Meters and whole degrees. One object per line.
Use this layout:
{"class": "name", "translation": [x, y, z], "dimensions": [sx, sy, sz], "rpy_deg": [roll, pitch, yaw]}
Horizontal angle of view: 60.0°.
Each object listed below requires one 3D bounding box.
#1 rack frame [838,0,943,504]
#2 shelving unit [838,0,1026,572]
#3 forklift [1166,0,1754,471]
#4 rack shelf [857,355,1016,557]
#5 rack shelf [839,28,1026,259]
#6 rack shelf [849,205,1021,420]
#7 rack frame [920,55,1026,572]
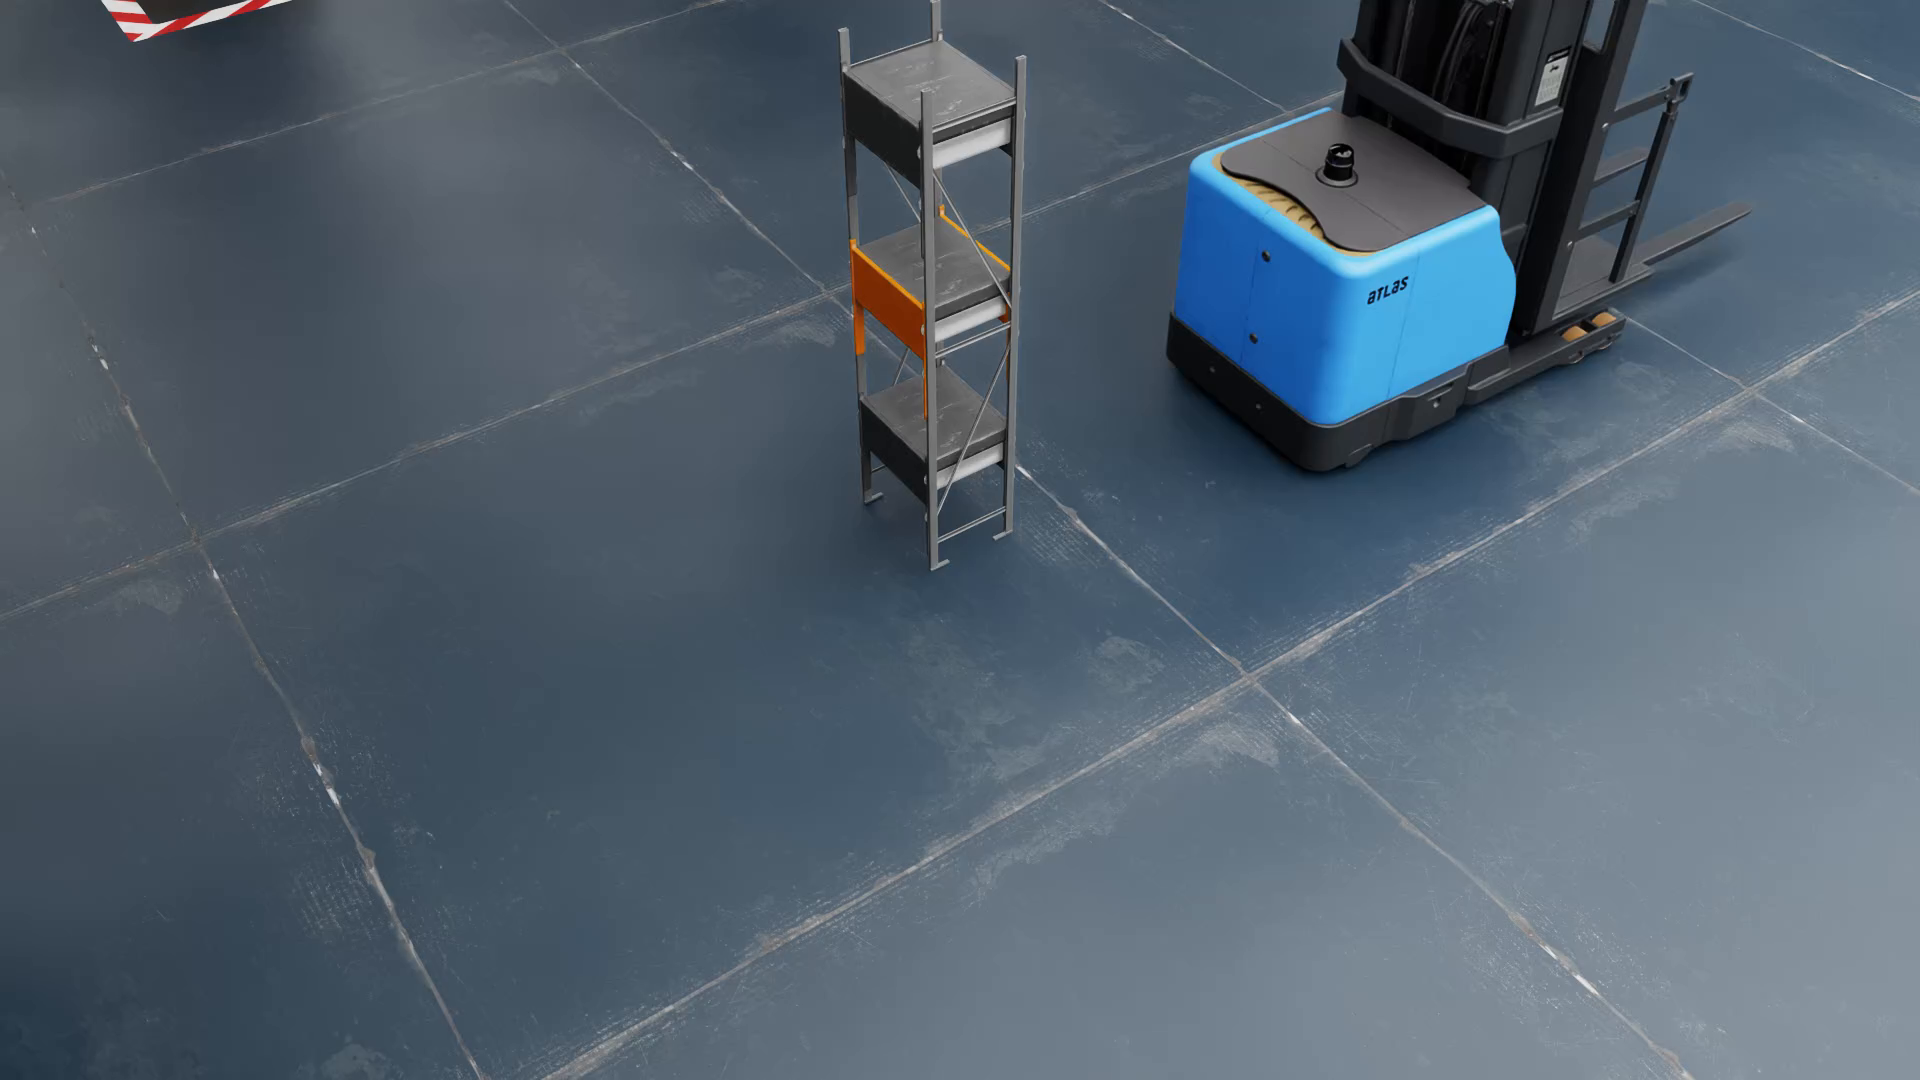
{"class": "rack frame", "translation": [-0.234, -0.991, 6.268], "dimensions": [0.400, 2.100, 0.015], "rpy_deg": [-26, 49, -24]}
{"class": "shelving unit", "translation": [-0.095, -0.853, 6.123], "dimensions": [0.431, 2.100, 0.503], "rpy_deg": [-26, 49, -24]}
{"class": "forklift", "translation": [2.443, -2.146, 6.875], "dimensions": [3.031, 2.935, 1.130], "rpy_deg": [-25, 49, -24]}
{"class": "rack shelf", "translation": [-0.095, -0.337, 6.616], "dimensions": [0.431, 0.518, 0.480], "rpy_deg": [-26, 49, -24]}
{"class": "rack shelf", "translation": [-0.095, -1.350, 5.649], "dimensions": [0.431, 0.518, 0.480], "rpy_deg": [-26, 49, -24]}
{"class": "rack shelf", "translation": [-0.095, -0.843, 6.133], "dimensions": [0.431, 0.518, 0.480], "rpy_deg": [-26, 49, -24]}
{"class": "rack frame", "translation": [0.045, -0.715, 5.978], "dimensions": [0.400, 2.100, 0.015], "rpy_deg": [-26, 49, -24]}
